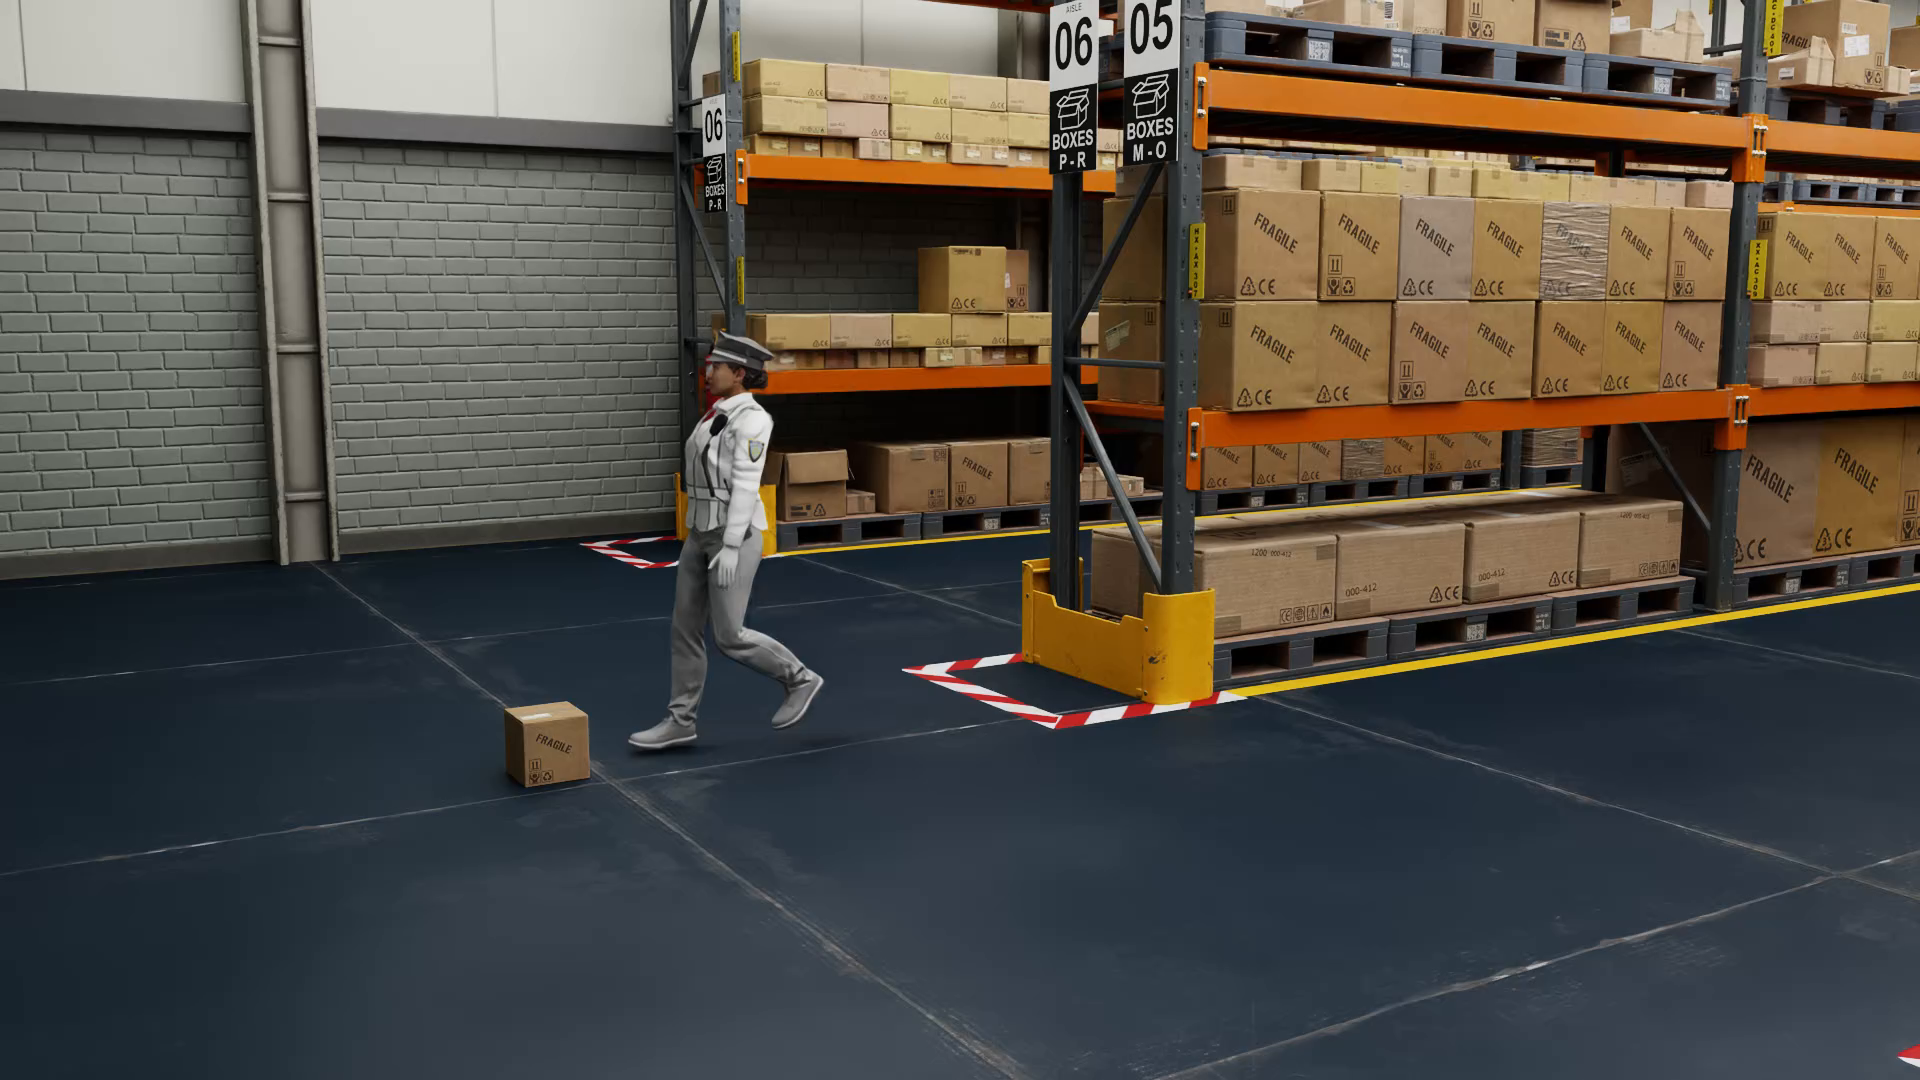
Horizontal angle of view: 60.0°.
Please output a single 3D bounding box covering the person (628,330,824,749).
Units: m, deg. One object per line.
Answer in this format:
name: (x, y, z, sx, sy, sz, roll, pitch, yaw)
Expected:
person: (-0.969, -0.003, 6.661, 0.734, 1.666, 0.489, -5, 10, -33)
